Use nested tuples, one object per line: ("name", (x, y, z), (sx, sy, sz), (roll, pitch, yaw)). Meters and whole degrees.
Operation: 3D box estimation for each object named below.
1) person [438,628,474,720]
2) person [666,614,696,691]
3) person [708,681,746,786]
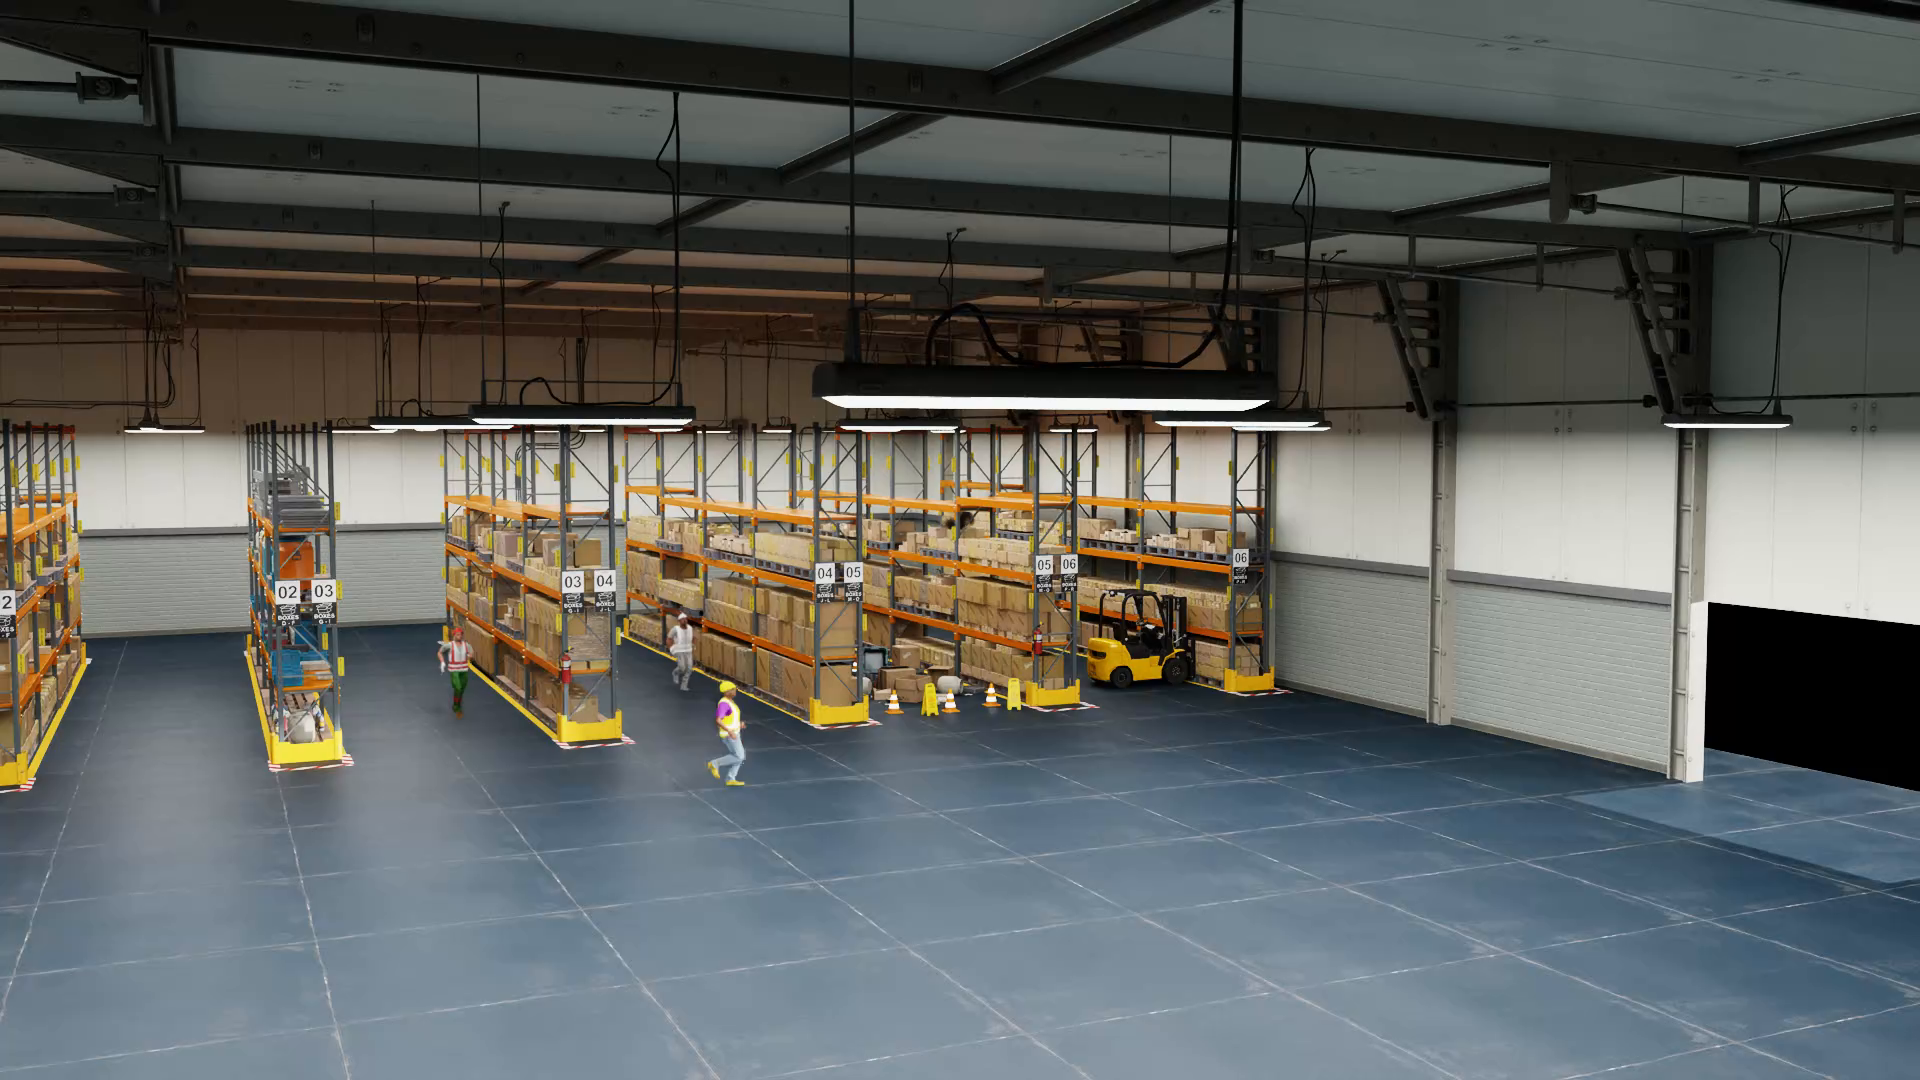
("person", (-10.223, 2.706, 33.863), (0.646, 1.846, 0.793), (-3, 5, -42))
("person", (-6.234, 2.521, 37.438), (0.688, 1.735, 0.599), (-2, 4, -34))
("person", (-3.811, 3.167, 27.186), (0.589, 1.720, 0.702), (0, 4, 1))
